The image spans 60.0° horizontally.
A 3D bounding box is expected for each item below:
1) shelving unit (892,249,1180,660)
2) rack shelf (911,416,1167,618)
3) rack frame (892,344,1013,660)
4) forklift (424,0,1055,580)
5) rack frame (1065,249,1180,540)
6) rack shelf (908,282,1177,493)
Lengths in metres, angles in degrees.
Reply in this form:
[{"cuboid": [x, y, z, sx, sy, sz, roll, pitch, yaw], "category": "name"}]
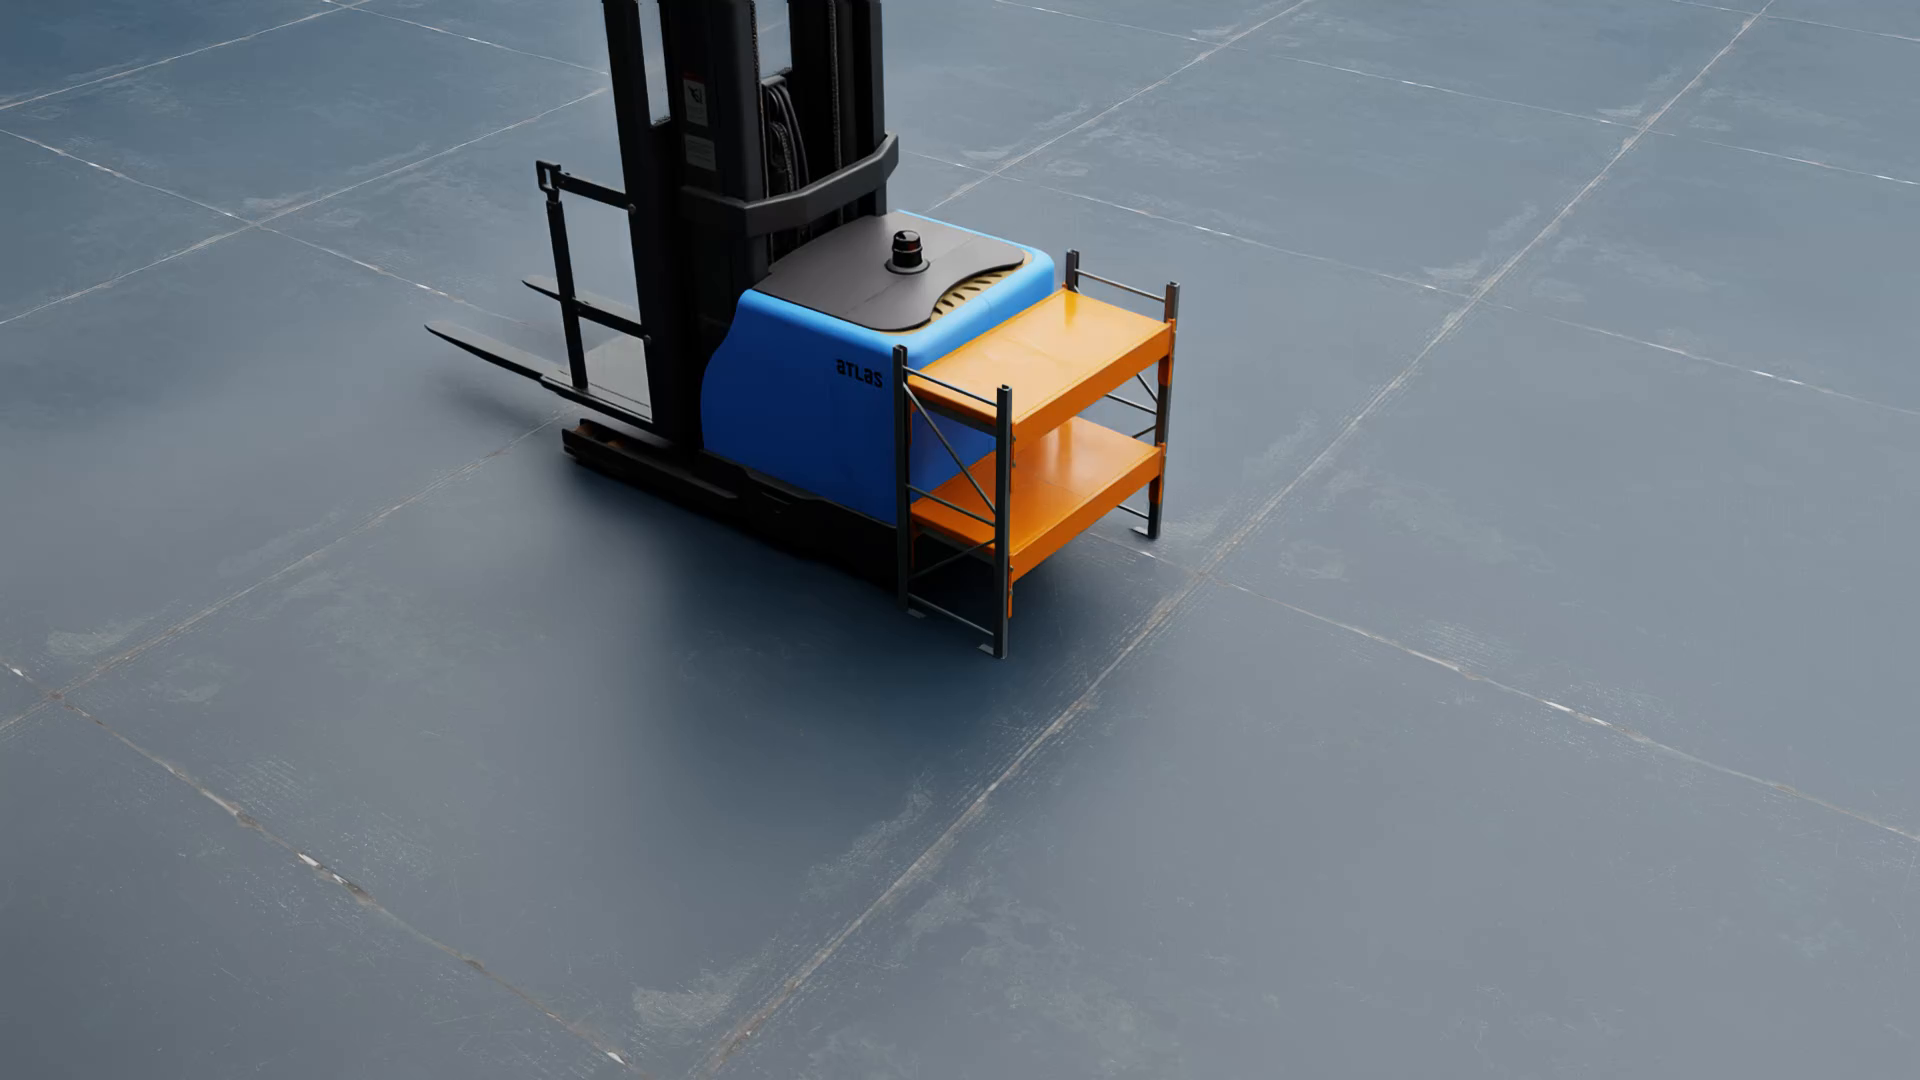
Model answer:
[{"cuboid": [0.290, -0.340, 6.249, 0.538, 1.125, 1.048, 24, 41, 31], "category": "shelving unit"}, {"cuboid": [0.290, -0.138, 6.386, 0.538, 0.278, 1.000, 24, 41, 31], "category": "rack shelf"}, {"cuboid": [-0.030, -0.119, 5.922, 0.500, 1.125, 0.032, 24, 41, 31], "category": "rack frame"}, {"cuboid": [-1.109, -1.706, 6.656, 3.031, 2.935, 1.130, 22, 40, 29], "category": "forklift"}, {"cuboid": [0.611, -0.561, 6.576, 0.500, 1.125, 0.032, 24, 41, 31], "category": "rack frame"}, {"cuboid": [0.290, -0.583, 6.085, 0.538, 0.278, 1.000, 24, 41, 31], "category": "rack shelf"}]
